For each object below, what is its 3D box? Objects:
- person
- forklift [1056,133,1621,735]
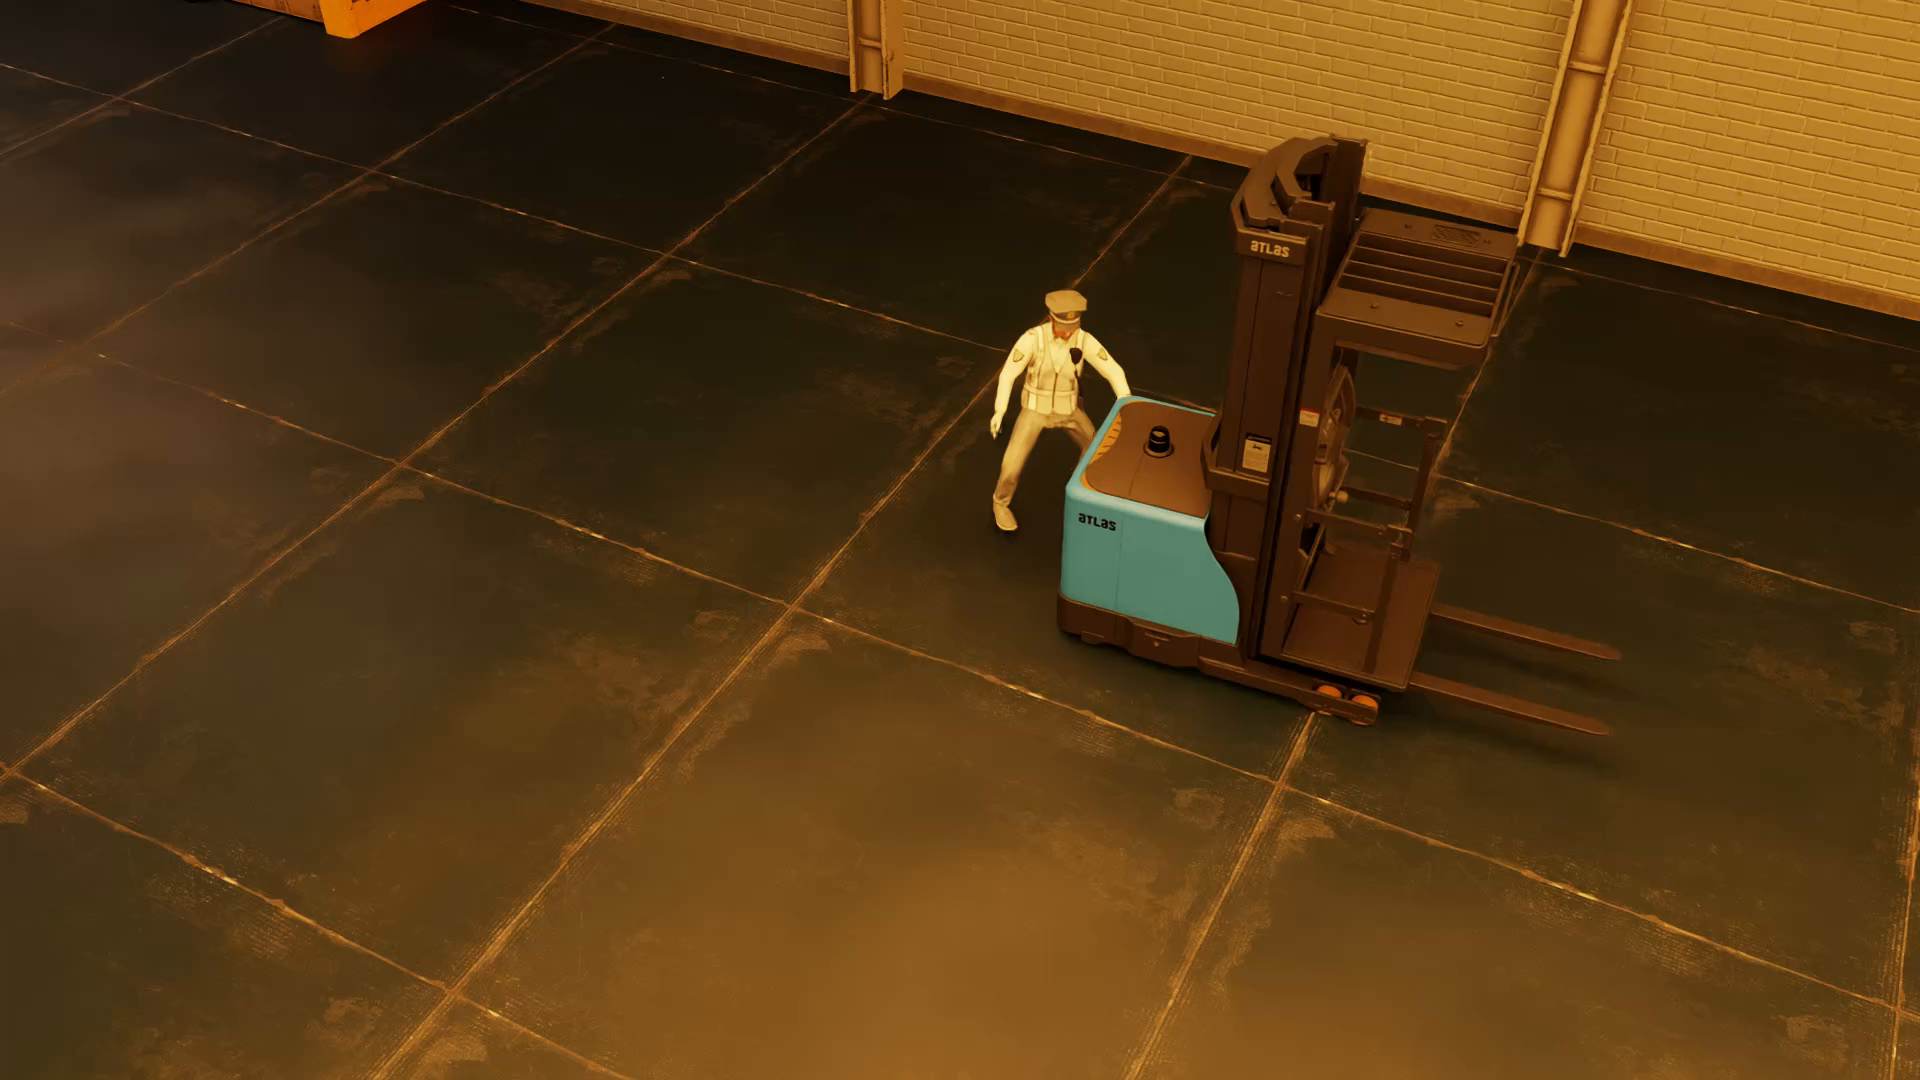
[{"bbox_3d":[0.618,-0.798,10.058,0.881,1.544,0.688,-2,40,-3],"label":"person"},{"bbox_3d":[2.122,-0.503,8.584,3.031,2.935,1.130,15,42,17],"label":"forklift"}]
